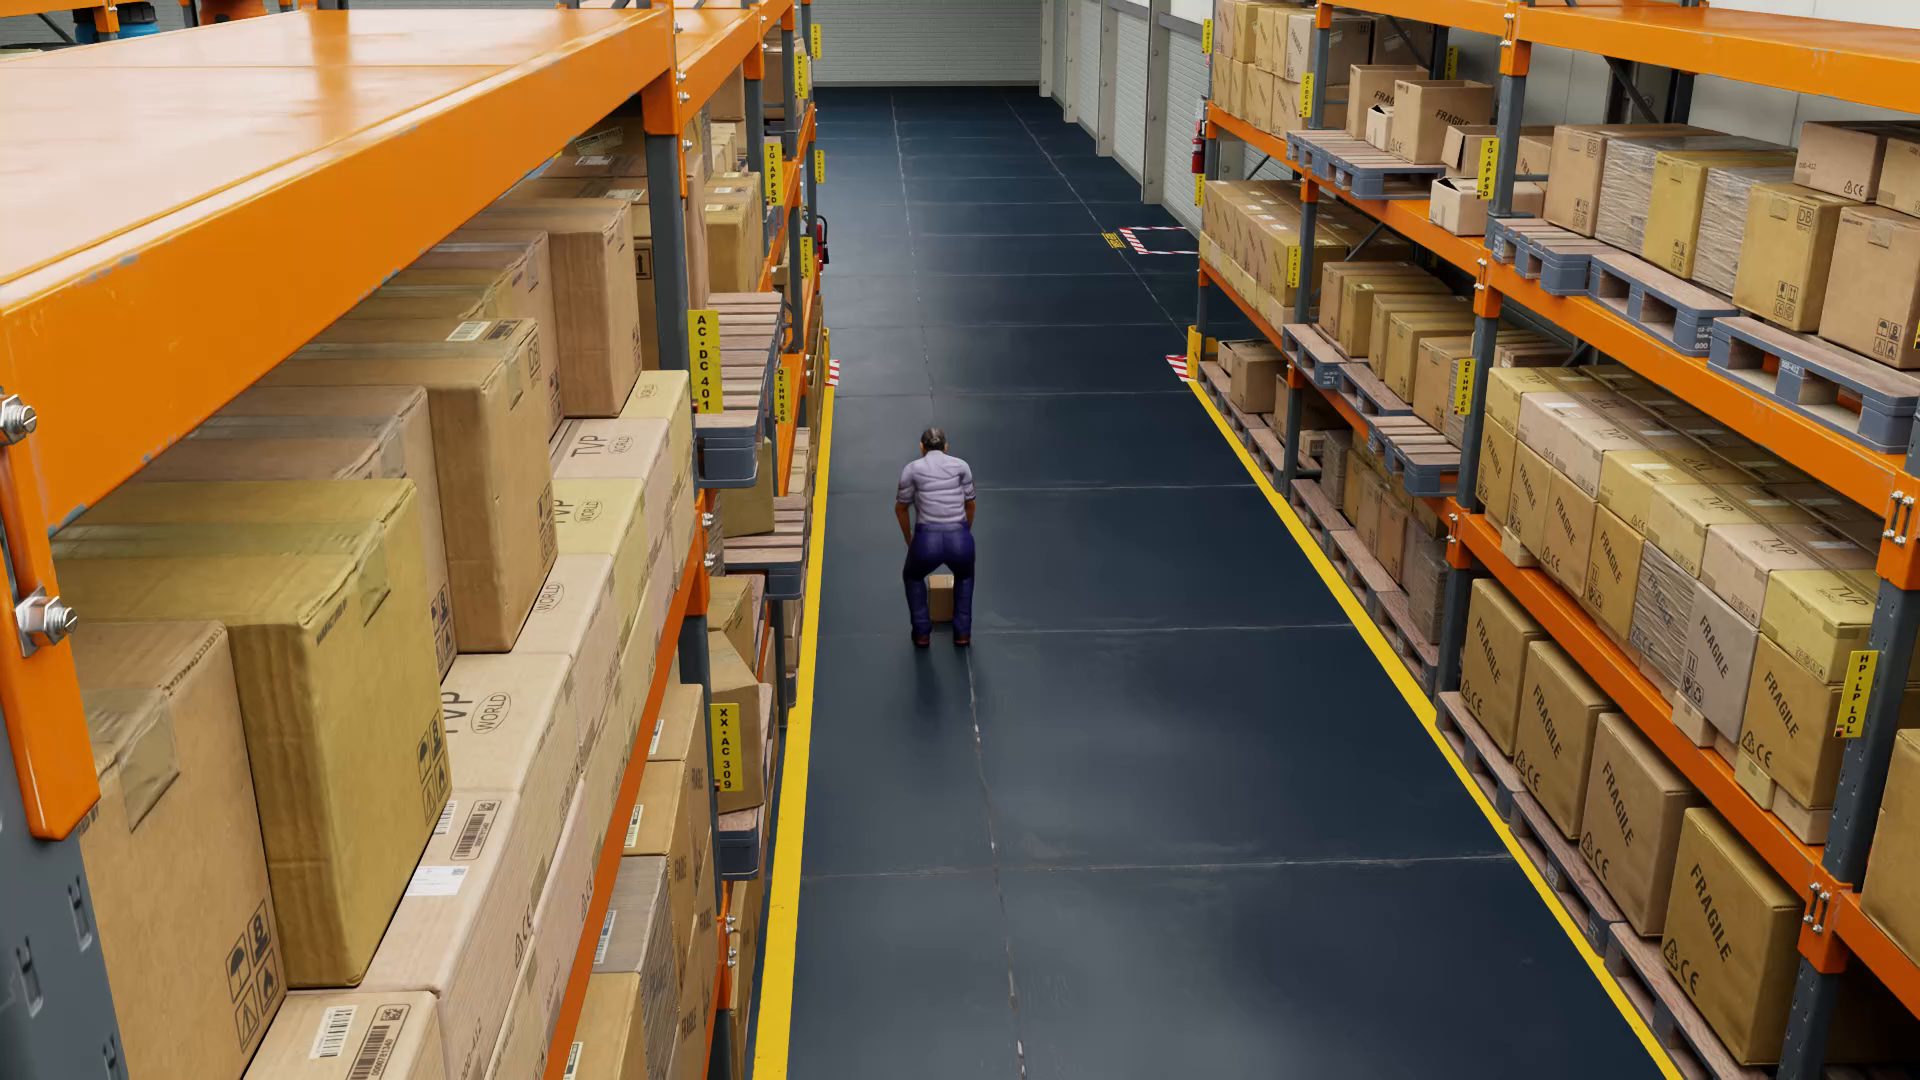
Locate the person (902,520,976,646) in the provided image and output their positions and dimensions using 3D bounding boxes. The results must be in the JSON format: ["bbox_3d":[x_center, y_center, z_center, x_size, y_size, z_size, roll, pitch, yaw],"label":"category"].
[{"bbox_3d":[-0.134,0.265,10.962,0.486,0.909,0.498,-1,21,-3],"label":"person"}]
